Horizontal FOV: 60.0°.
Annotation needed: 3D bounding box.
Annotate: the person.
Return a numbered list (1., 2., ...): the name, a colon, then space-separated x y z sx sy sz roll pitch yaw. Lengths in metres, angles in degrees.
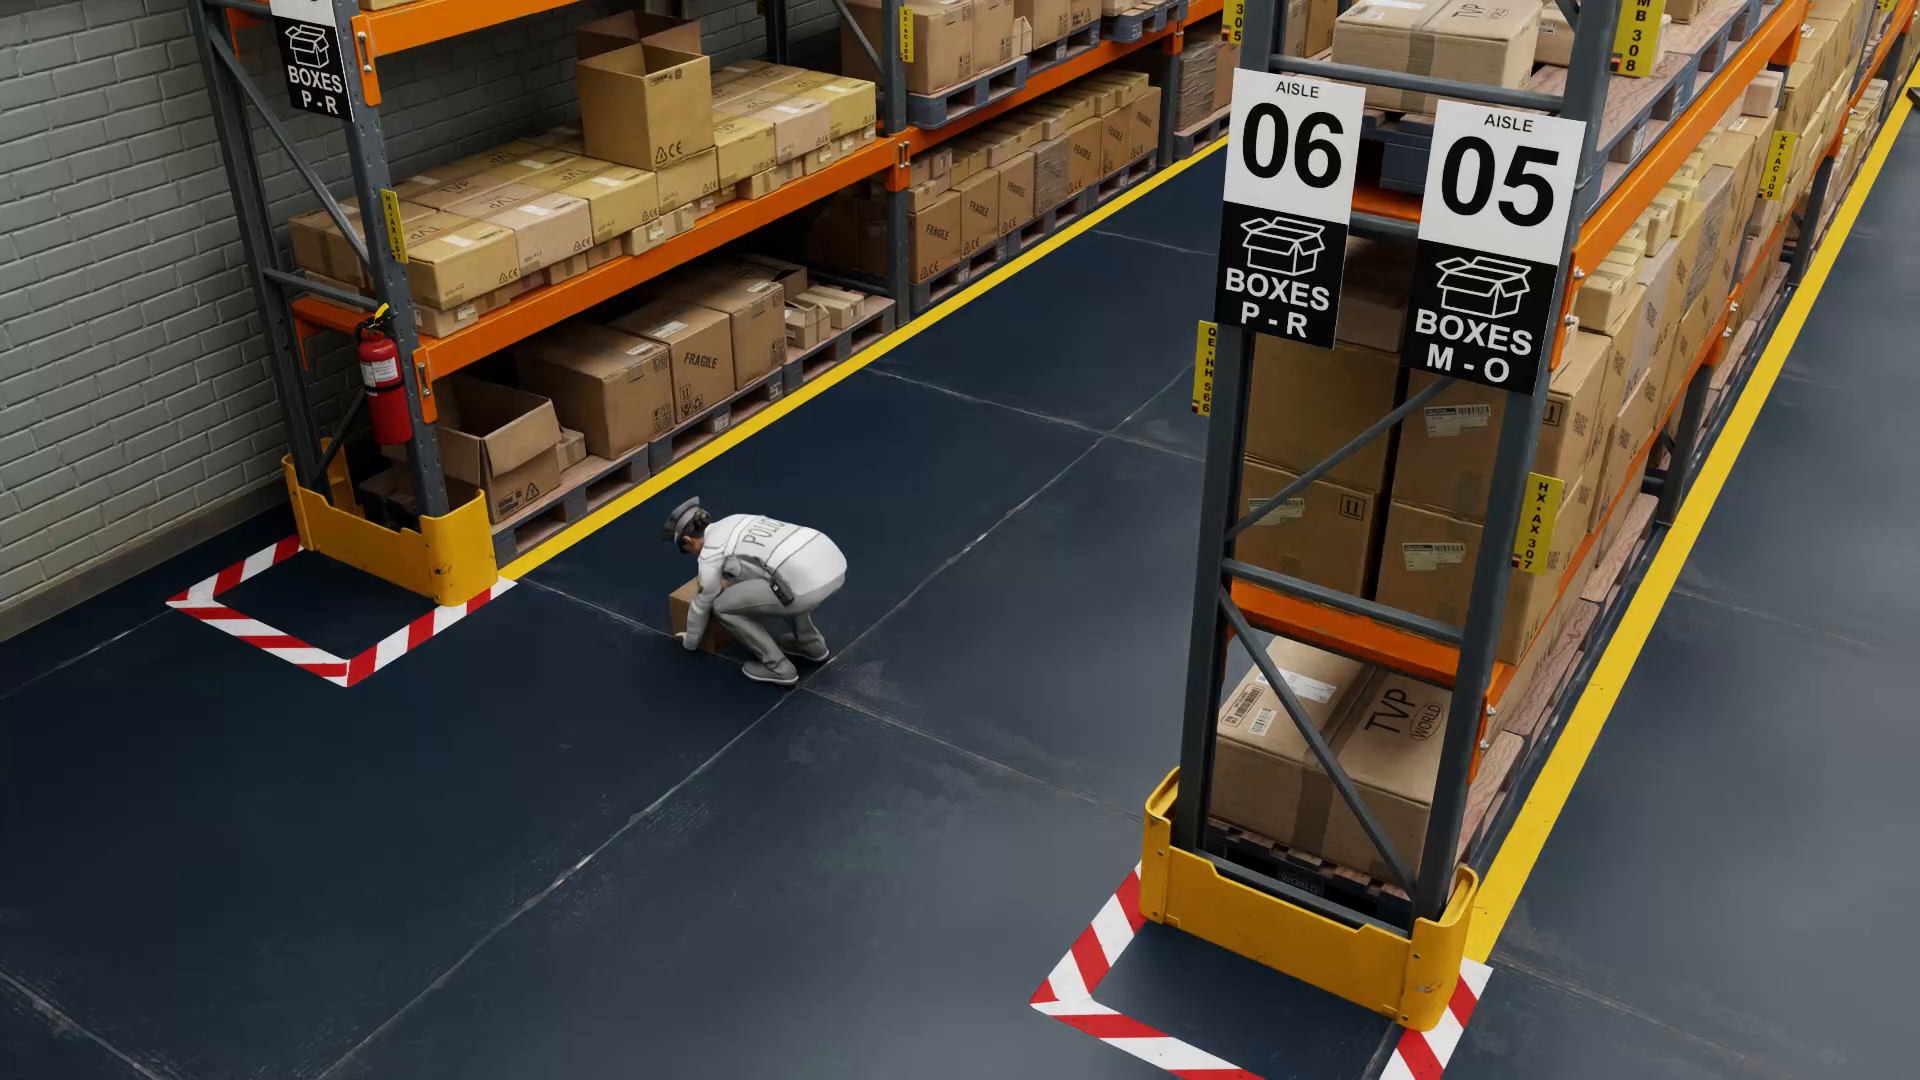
1. person: -0.954 0.228 7.662 0.915 0.762 0.456 17 35 26
